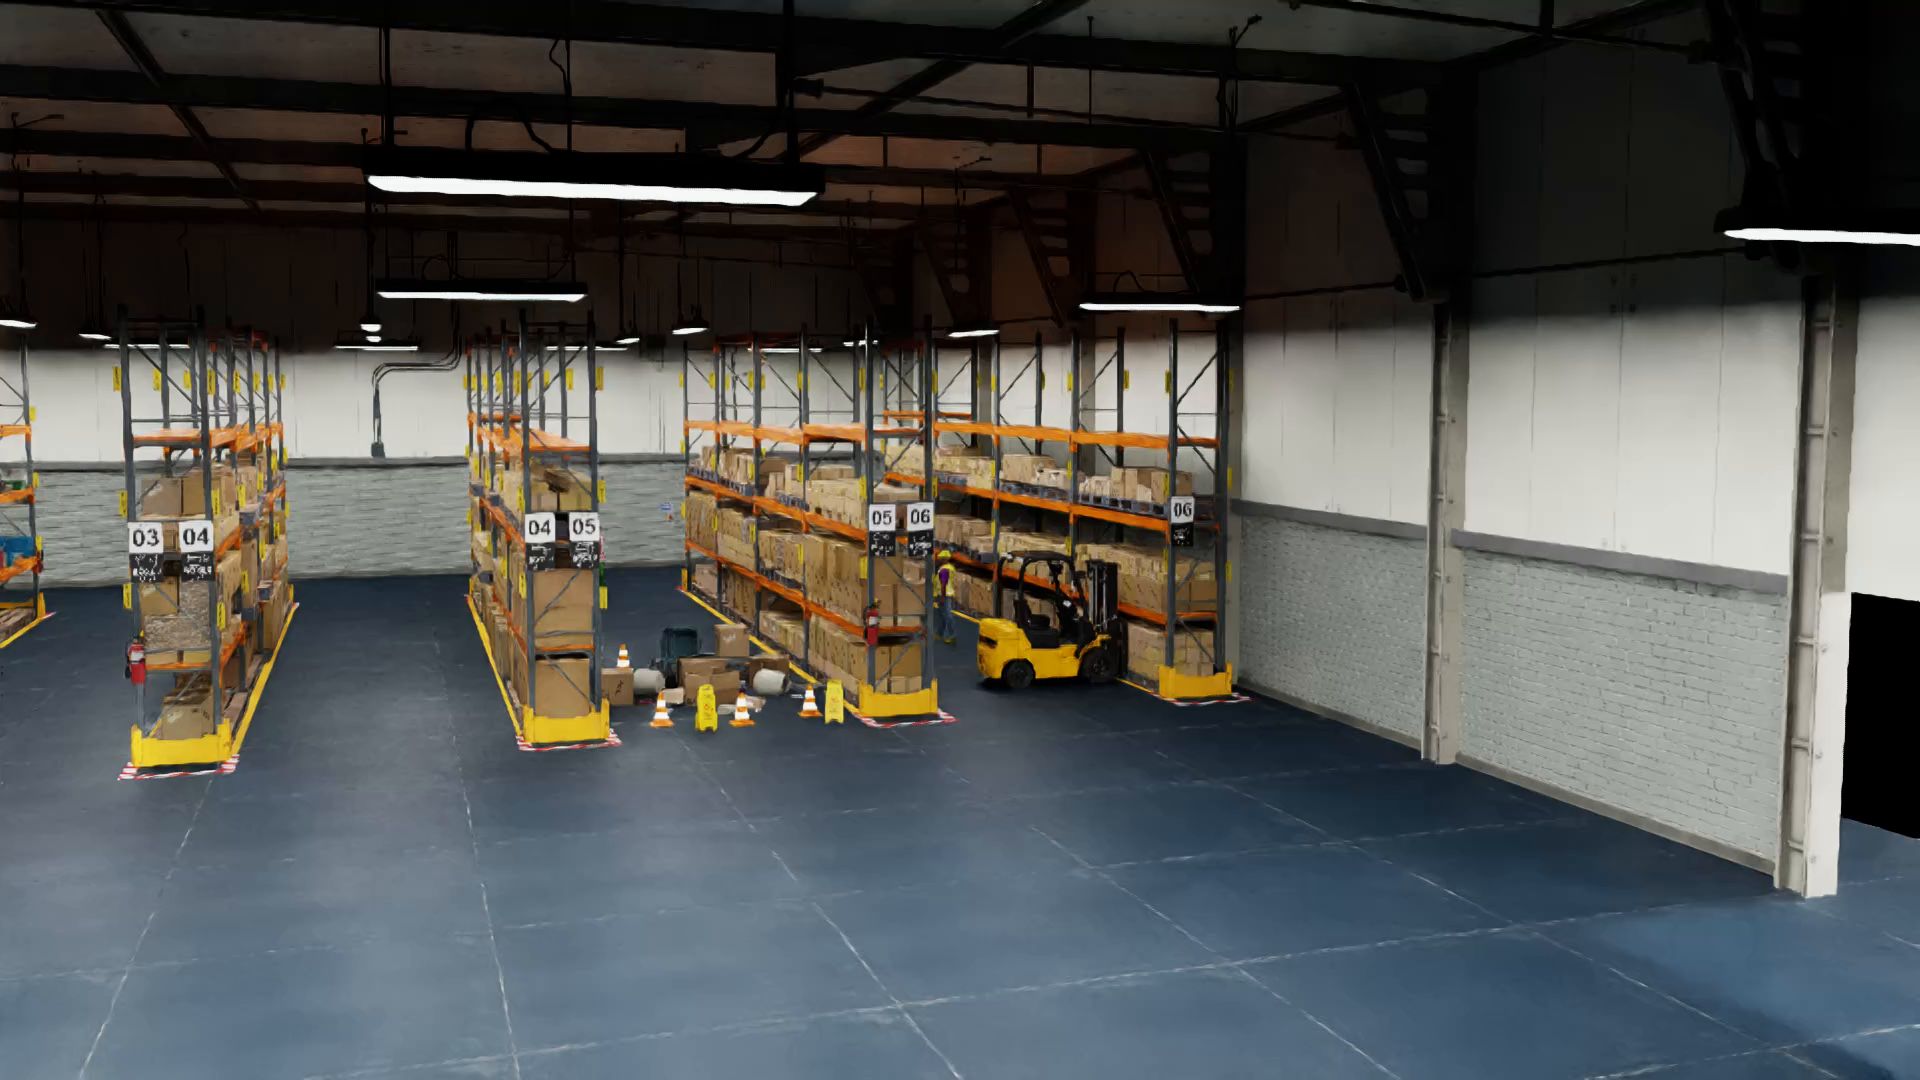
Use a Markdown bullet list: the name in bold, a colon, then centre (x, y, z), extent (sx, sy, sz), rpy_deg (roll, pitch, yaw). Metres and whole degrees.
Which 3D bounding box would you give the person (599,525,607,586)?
- **person**: centre (-8.307, 0.499, 37.931), extent (0.548, 1.787, 0.628), rpy_deg (0, 5, 0)

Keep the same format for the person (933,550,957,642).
- **person**: centre (-0.347, 1.065, 32.184), extent (0.629, 1.760, 0.787), rpy_deg (1, 5, 7)
